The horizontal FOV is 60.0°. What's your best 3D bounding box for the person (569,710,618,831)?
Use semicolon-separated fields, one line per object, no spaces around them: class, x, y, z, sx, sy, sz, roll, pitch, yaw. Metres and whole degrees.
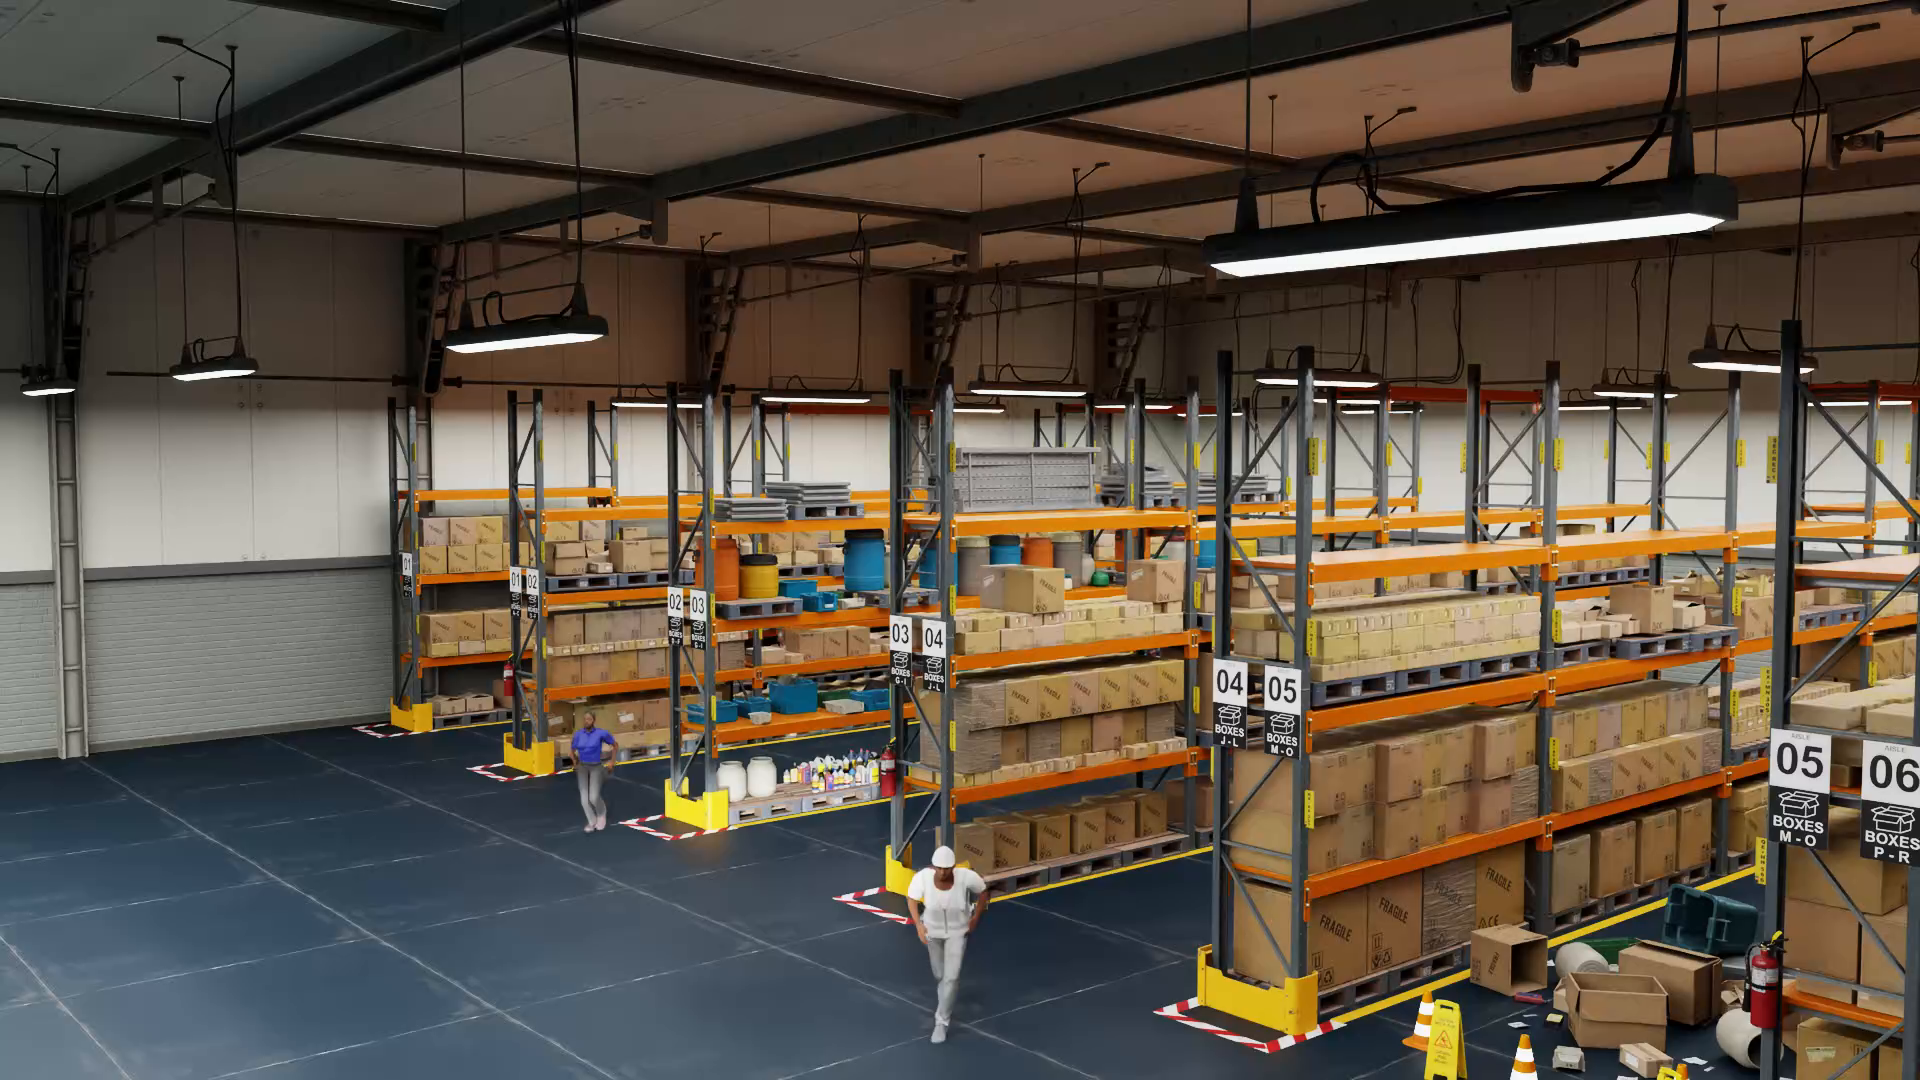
person;-4.872;3.063;21.970;0.613;1.615;0.592;0;3;5

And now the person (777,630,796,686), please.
person;-3.326;2.512;31.284;0.633;1.646;0.592;-3;4;-41

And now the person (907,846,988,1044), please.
person;-0.109;3.480;14.703;0.717;1.712;1.013;0;3;0
